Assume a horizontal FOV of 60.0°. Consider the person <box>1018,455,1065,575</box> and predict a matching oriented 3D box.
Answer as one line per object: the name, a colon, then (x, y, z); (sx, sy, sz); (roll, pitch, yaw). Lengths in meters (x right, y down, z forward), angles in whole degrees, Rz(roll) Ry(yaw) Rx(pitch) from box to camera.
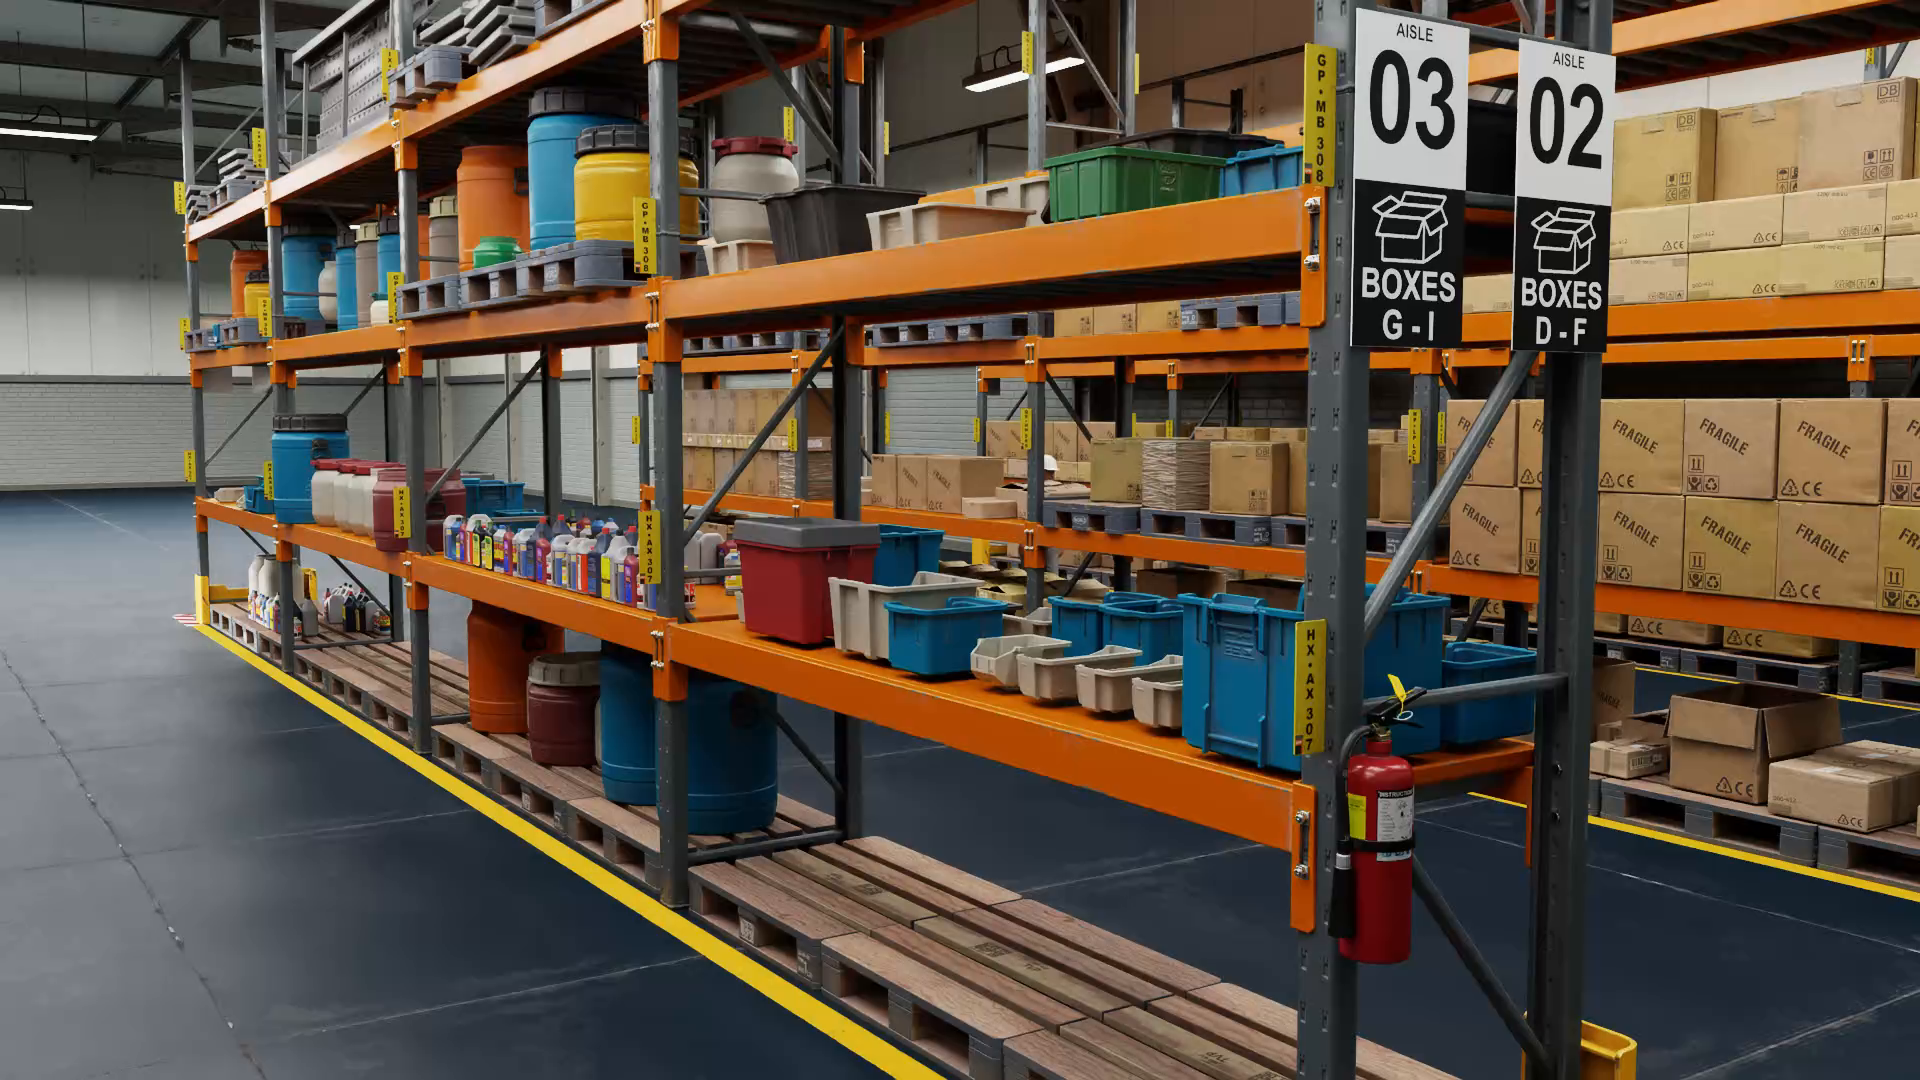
person: (0.819, 0.025, 16.854); (0.587, 1.768, 0.465); (-3, 6, -35)
